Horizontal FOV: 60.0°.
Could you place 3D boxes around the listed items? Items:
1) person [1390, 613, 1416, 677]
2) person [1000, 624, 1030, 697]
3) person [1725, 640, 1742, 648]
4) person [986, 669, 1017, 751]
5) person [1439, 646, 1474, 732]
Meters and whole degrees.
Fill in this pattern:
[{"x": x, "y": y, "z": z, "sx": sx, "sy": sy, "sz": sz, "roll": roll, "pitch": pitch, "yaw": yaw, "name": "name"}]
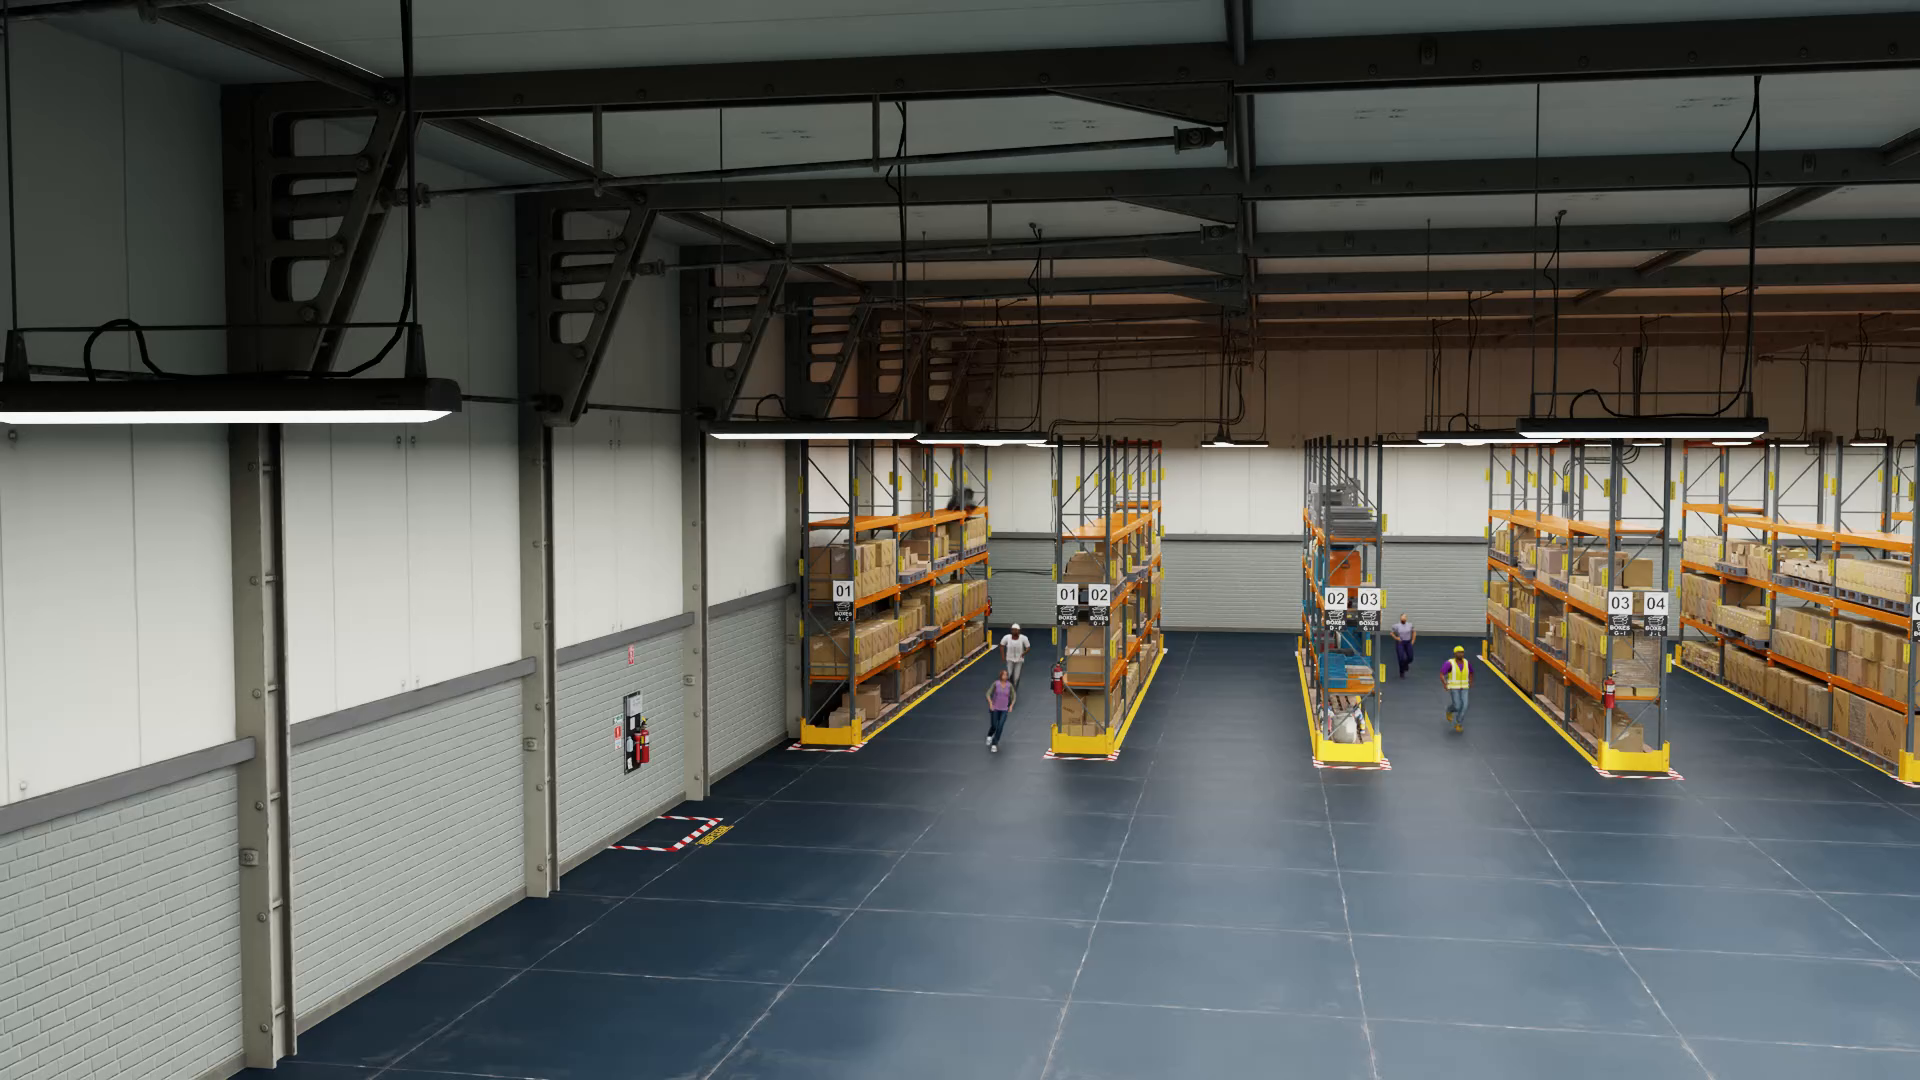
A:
[{"x": 11.208, "y": 2.658, "z": 42.002, "sx": 0.661, "sy": 1.606, "sz": 0.535, "roll": 0, "pitch": 3, "yaw": 1, "name": "person"}, {"x": 1.263, "y": 2.789, "z": 38.344, "sx": 0.704, "sy": 1.713, "sz": 0.565, "roll": 0, "pitch": 3, "yaw": 4, "name": "person"}, {"x": 21.110, "y": 2.446, "z": 45.490, "sx": 0.693, "sy": 1.653, "sz": 0.606, "roll": 0, "pitch": 3, "yaw": 1, "name": "person"}, {"x": 0.793, "y": 3.244, "z": 31.764, "sx": 0.579, "sy": 1.529, "sz": 0.520, "roll": 0, "pitch": 3, "yaw": -7, "name": "person"}, {"x": 10.199, "y": 3.033, "z": 34.076, "sx": 0.716, "sy": 1.733, "sz": 0.583, "roll": 0, "pitch": 3, "yaw": -5, "name": "person"}]
